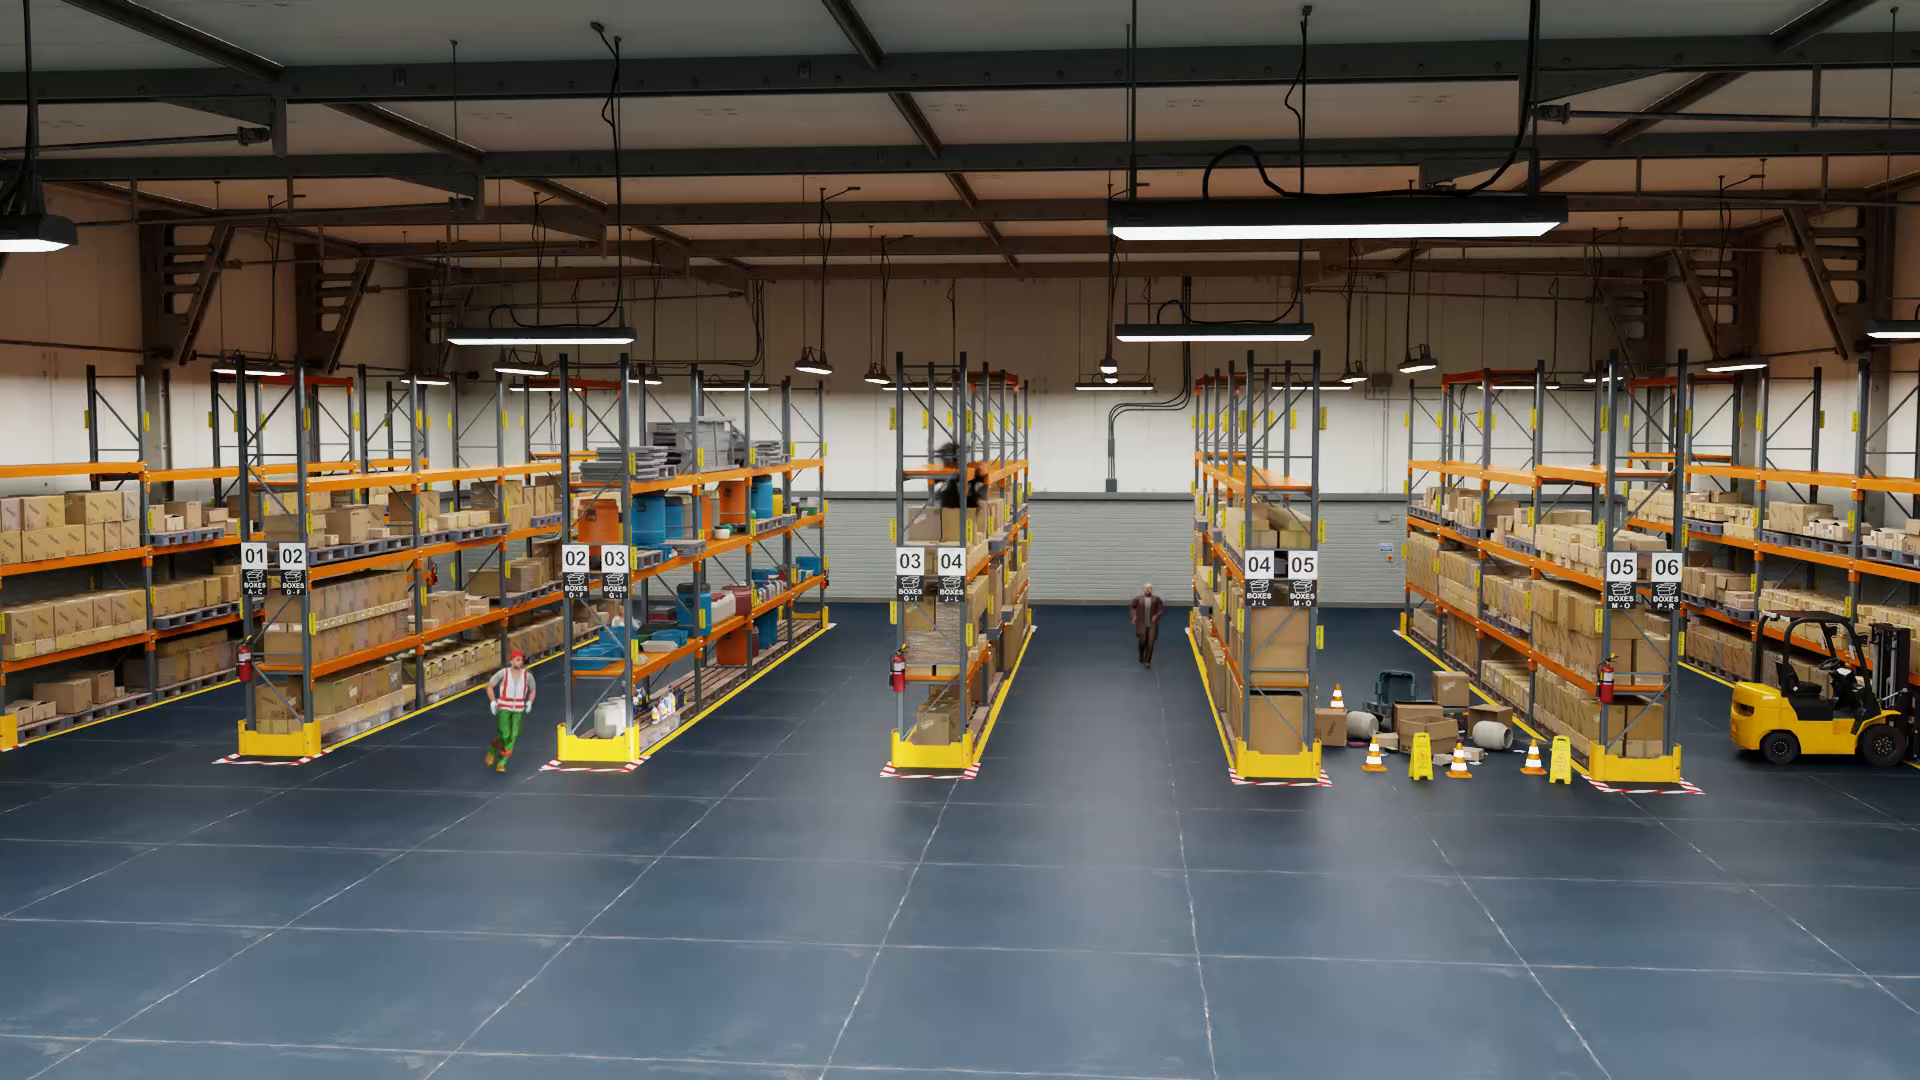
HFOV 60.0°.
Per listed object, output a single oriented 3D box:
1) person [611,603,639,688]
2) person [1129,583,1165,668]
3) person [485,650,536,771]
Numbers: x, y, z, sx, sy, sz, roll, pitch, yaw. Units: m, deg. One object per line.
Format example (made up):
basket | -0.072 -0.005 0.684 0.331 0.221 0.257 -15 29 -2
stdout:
person | -6.318 1.993 31.175 0.515 1.604 0.625 0 4 4
person | 3.800 1.745 33.750 0.713 1.737 0.624 0 4 4
person | -6.419 2.446 23.852 0.717 1.733 0.577 -3 5 -32
